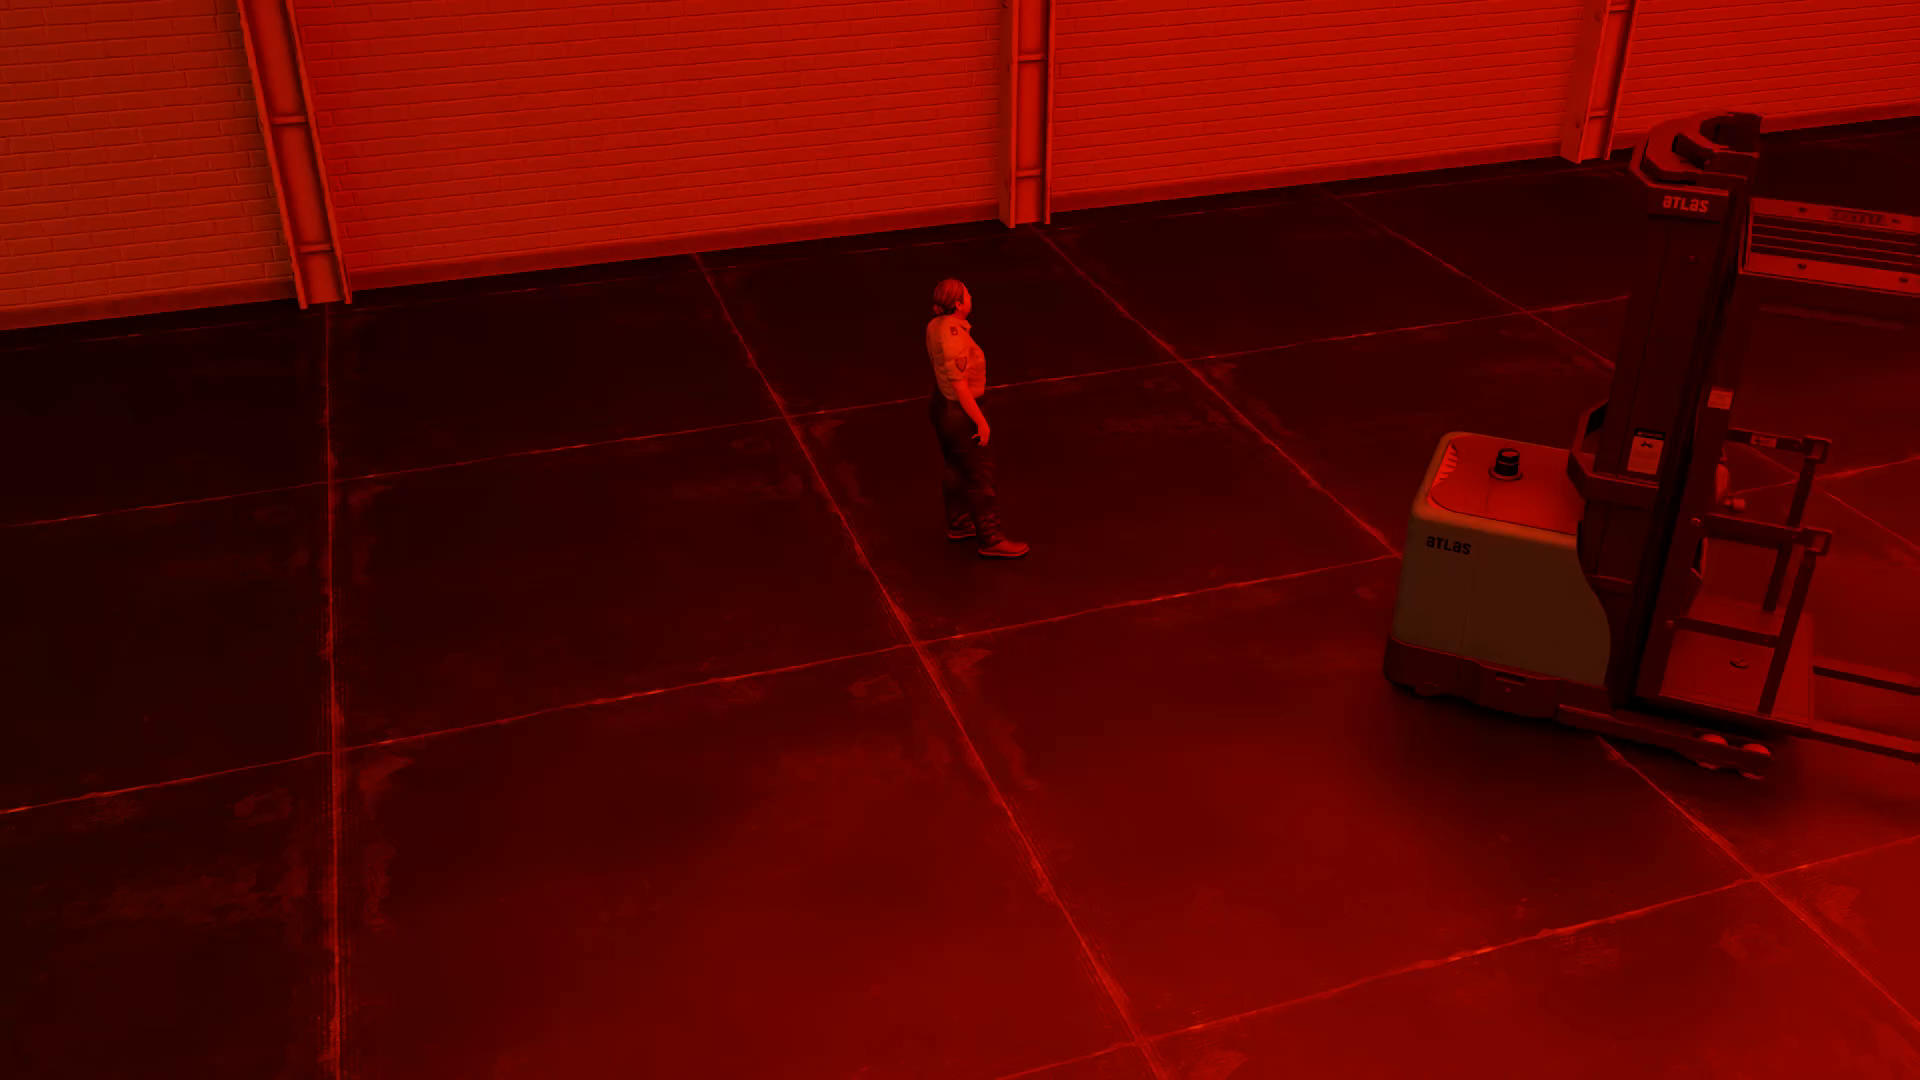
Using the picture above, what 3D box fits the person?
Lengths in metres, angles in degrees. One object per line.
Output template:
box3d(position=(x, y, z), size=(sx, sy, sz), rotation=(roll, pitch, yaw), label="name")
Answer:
box3d(position=(0.092, -0.724, 9.617), size=(0.503, 1.651, 0.598), rotation=(-10, 31, -16), label="person")

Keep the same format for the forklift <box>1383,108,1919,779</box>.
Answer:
box3d(position=(3.773, -0.422, 7.820), size=(3.031, 2.935, 1.130), rotation=(12, 32, 21), label="forklift")
